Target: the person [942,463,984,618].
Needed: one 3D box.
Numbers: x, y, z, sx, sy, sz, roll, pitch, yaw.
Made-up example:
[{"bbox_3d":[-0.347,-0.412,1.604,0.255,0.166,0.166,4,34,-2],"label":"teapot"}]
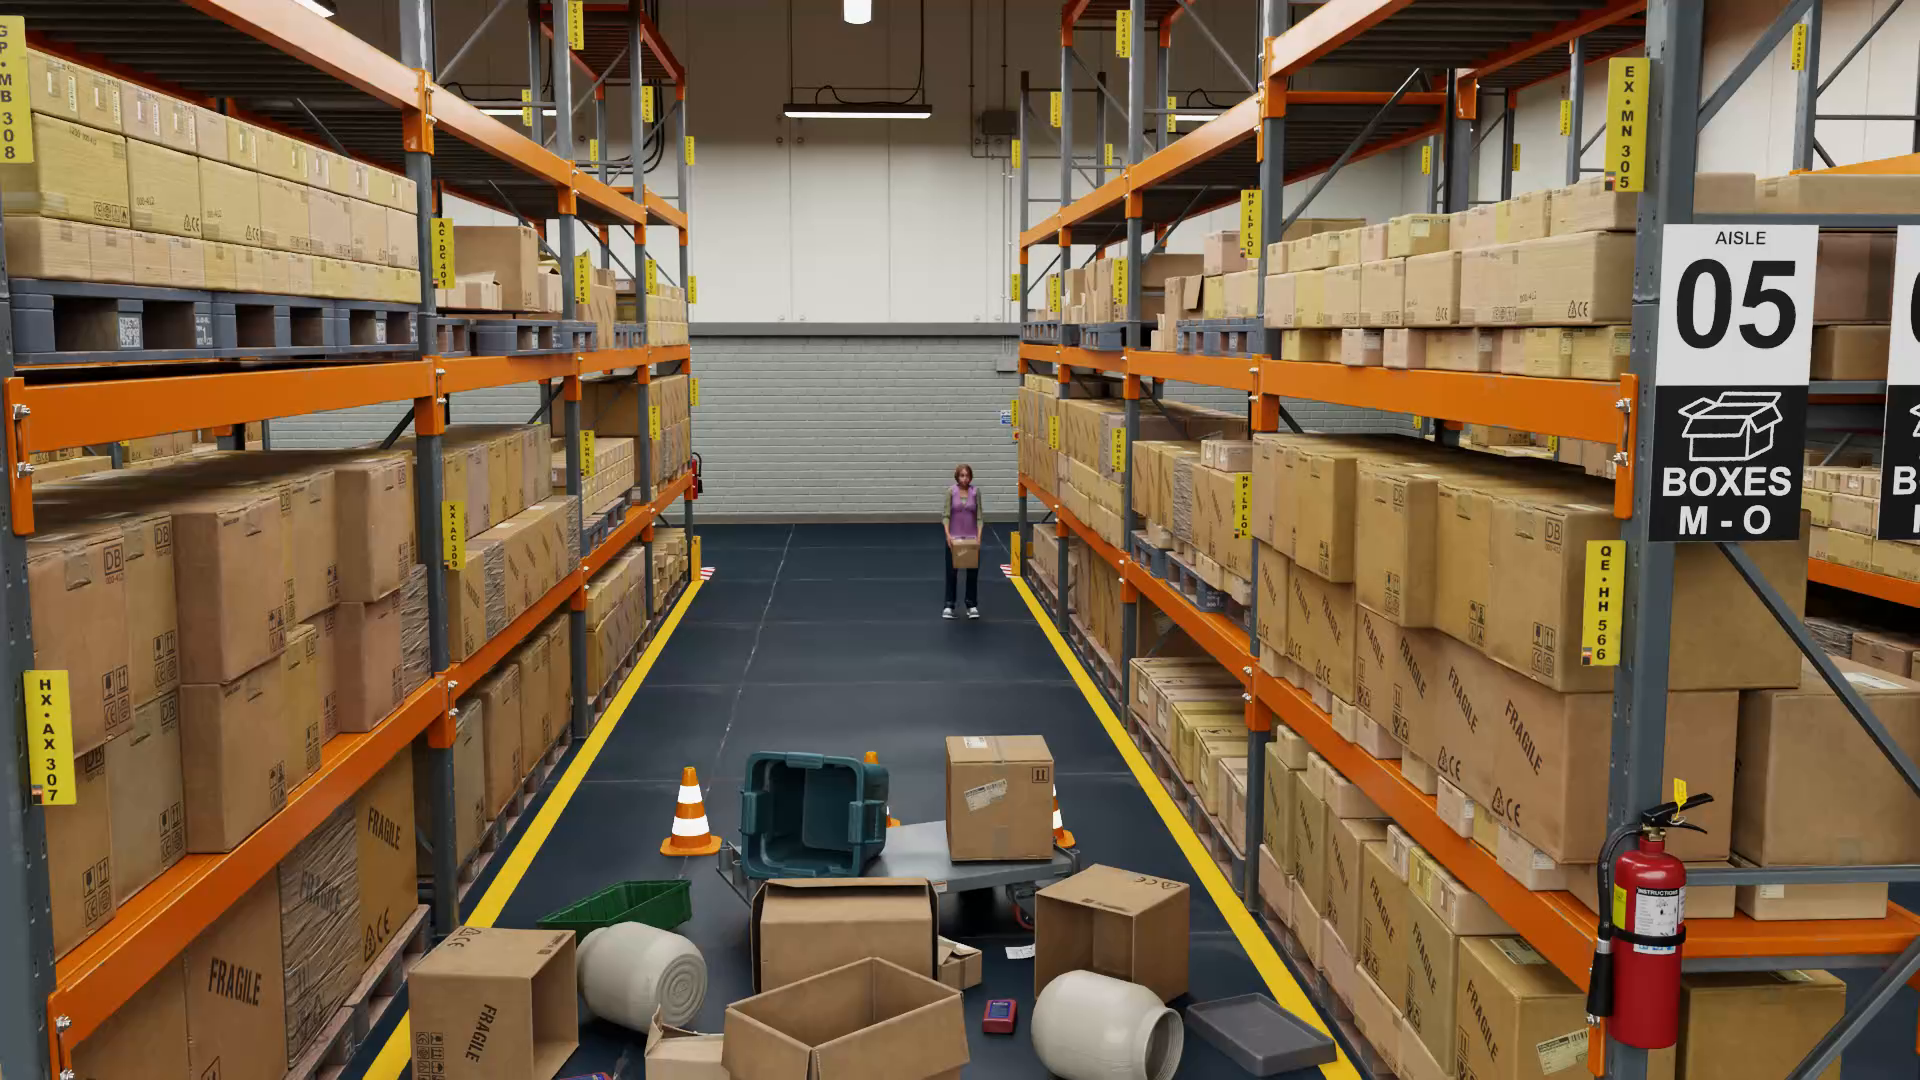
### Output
[{"bbox_3d":[0.032,0.005,17.225,0.445,1.602,0.371,-1,7,-5],"label":"person"}]
